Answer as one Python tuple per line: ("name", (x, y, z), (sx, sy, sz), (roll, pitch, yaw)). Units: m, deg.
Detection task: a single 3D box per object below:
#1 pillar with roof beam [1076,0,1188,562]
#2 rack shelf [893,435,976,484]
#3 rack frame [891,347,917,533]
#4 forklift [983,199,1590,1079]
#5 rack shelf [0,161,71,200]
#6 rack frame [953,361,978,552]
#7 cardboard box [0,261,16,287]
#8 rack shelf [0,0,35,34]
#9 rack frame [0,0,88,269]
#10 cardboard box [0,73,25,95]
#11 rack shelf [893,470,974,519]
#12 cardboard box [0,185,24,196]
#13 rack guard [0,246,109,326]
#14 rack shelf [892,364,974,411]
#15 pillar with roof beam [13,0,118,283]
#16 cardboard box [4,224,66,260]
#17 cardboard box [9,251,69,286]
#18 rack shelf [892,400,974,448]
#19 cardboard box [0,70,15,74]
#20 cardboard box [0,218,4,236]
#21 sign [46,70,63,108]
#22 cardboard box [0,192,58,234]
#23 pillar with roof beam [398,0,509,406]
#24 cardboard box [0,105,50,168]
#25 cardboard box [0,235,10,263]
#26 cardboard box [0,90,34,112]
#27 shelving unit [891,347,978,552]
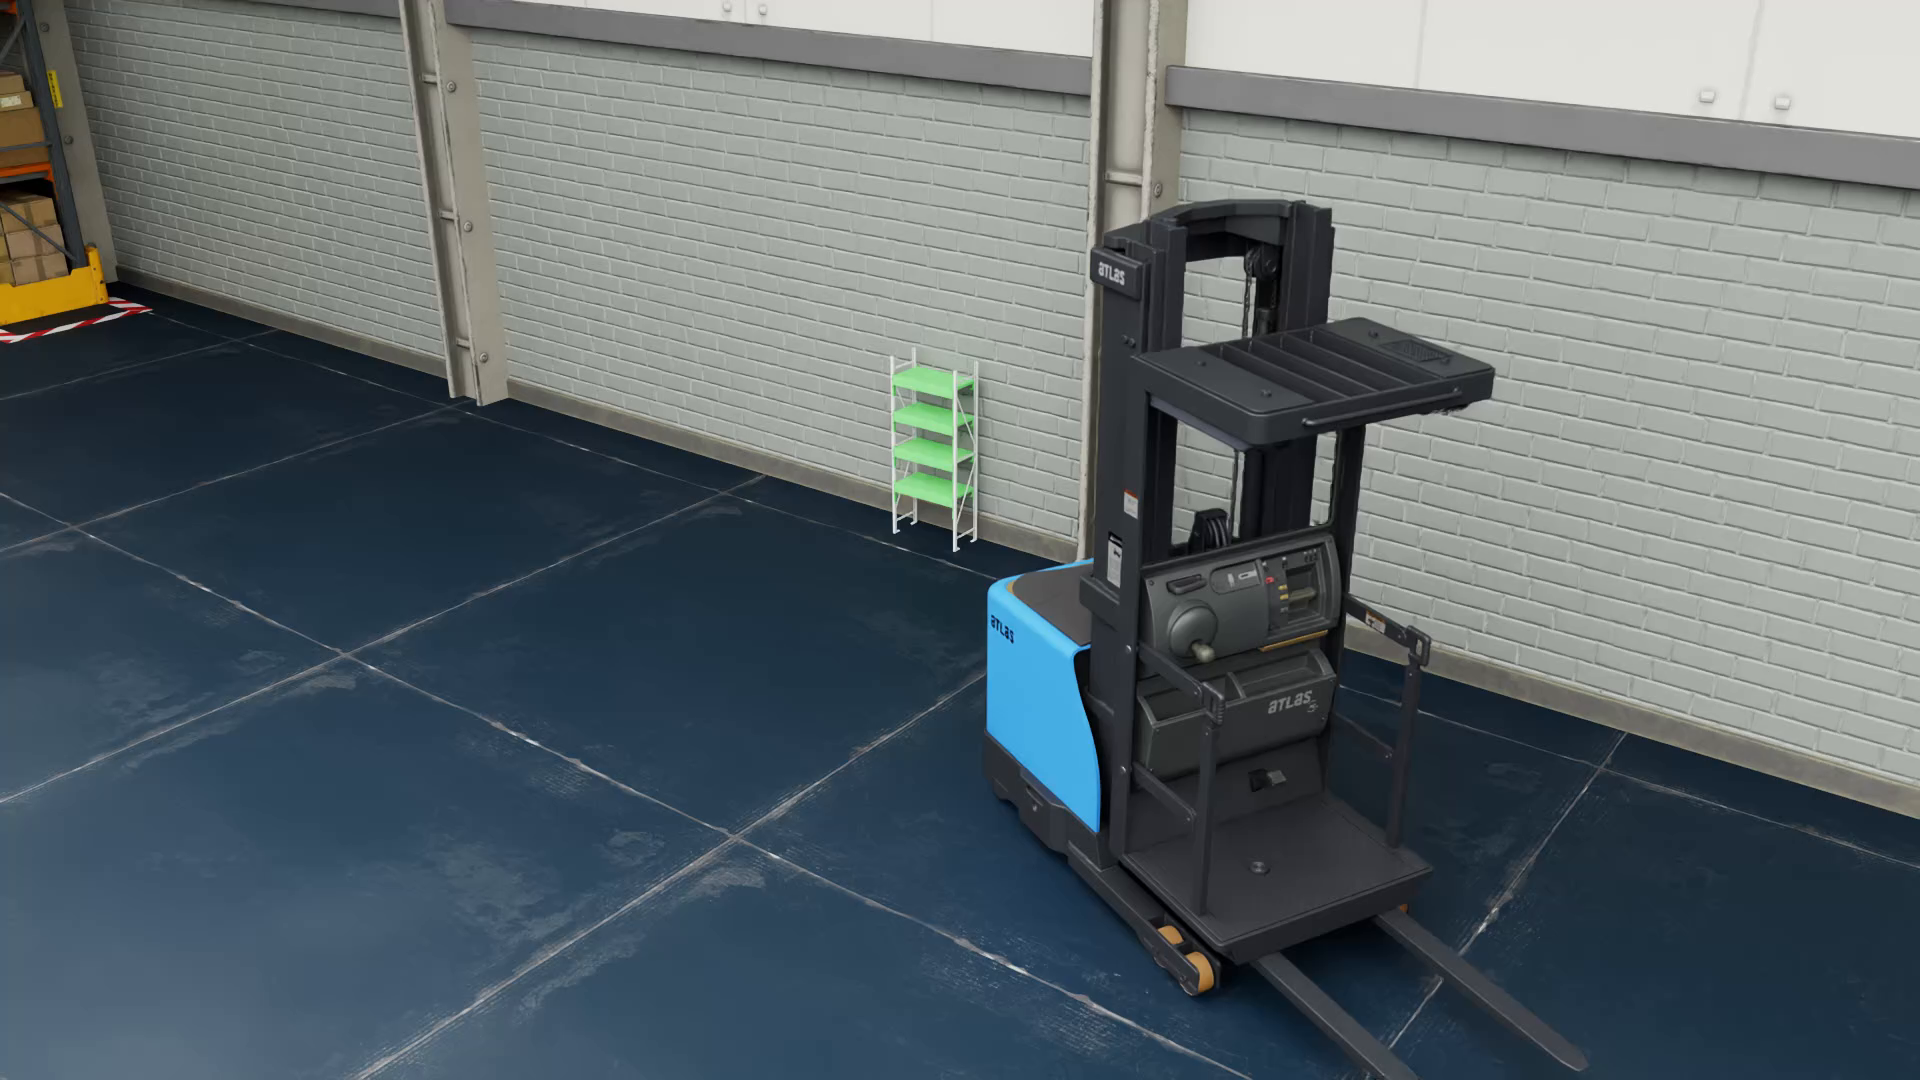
("pillar with roof beam", (-1.634, -2.432, 5.109), (0.400, 9.000, 9.100), (17, 29, 33))
("rack shelf", (-0.161, -0.515, 10.588), (0.480, 0.148, 0.258), (17, 28, 33))
("rack frame", (-0.358, -0.632, 10.695), (0.015, 1.200, 0.240), (17, 28, 33))
("forklift", (1.247, 0.265, 6.514), (1.130, 2.935, 3.031), (-12, 27, -25))
("rack shelf", (-10.238, -3.673, 16.258), (4.000, 0.370, 1.077), (17, 29, 33))
("rack frame", (0.036, -0.515, 10.430), (0.015, 1.200, 0.240), (17, 28, 33))
("cardboard box", (-9.204, -2.464, 15.511), (0.500, 0.250, 0.500), (17, 29, 34))
("rack shelf", (-10.238, -5.045, 15.653), (4.000, 0.370, 1.077), (17, 29, 33))
("rack frame", (-8.638, -3.518, 15.015), (0.127, 3.000, 1.000), (17, 29, 33))
("cardboard box", (-8.779, -4.147, 15.145), (0.250, 0.149, 0.380), (16, 28, 32))
("rack shelf", (-0.162, -0.295, 10.684), (0.480, 0.148, 0.258), (17, 28, 33))
("cardboard box", (-9.311, -3.207, 15.957), (0.500, 0.250, 0.500), (17, 29, 33))
("rack guard", (-8.619, -2.369, 15.506), (0.348, 0.500, 1.175), (17, 29, 33))
("rack shelf", (-0.160, -0.955, 10.396), (0.480, 0.148, 0.258), (17, 28, 33))
("pillar with roof beam", (-11.237, -5.334, 11.695), (0.400, 9.000, 9.100), (17, 29, 33))
("cardboard box", (-8.890, -2.862, 15.794), (0.500, 0.250, 0.500), (17, 29, 34))
("cardboard box", (-8.914, -2.634, 15.898), (0.500, 0.250, 0.500), (17, 29, 34))
("rack shelf", (-0.160, -0.735, 10.492), (0.480, 0.148, 0.258), (17, 28, 33))
("cardboard box", (-8.954, -4.232, 15.337), (0.250, 0.149, 0.380), (18, 29, 35))
("cardboard box", (-9.194, -2.921, 15.308), (0.500, 0.250, 0.500), (18, 29, 35))
("sign", (-8.300, -4.128, 15.228), (0.005, 0.325, 0.100), (17, 29, 33))
("cardboard box", (-8.909, -3.087, 15.686), (0.500, 0.250, 0.500), (16, 29, 33))
("pillar with roof beam", (-6.435, -3.883, 8.402), (0.400, 9.000, 9.100), (17, 29, 33))
("cardboard box", (-8.868, -3.774, 15.470), (0.500, 0.500, 0.500), (18, 29, 35))
("cardboard box", (-9.215, -2.698, 15.422), (0.500, 0.250, 0.500), (16, 29, 33))
("cardboard box", (-8.754, -4.027, 15.240), (0.250, 0.149, 0.380), (16, 28, 32))
("shelving unit", (-0.161, -0.574, 10.562), (0.503, 1.200, 0.258), (17, 28, 33))
